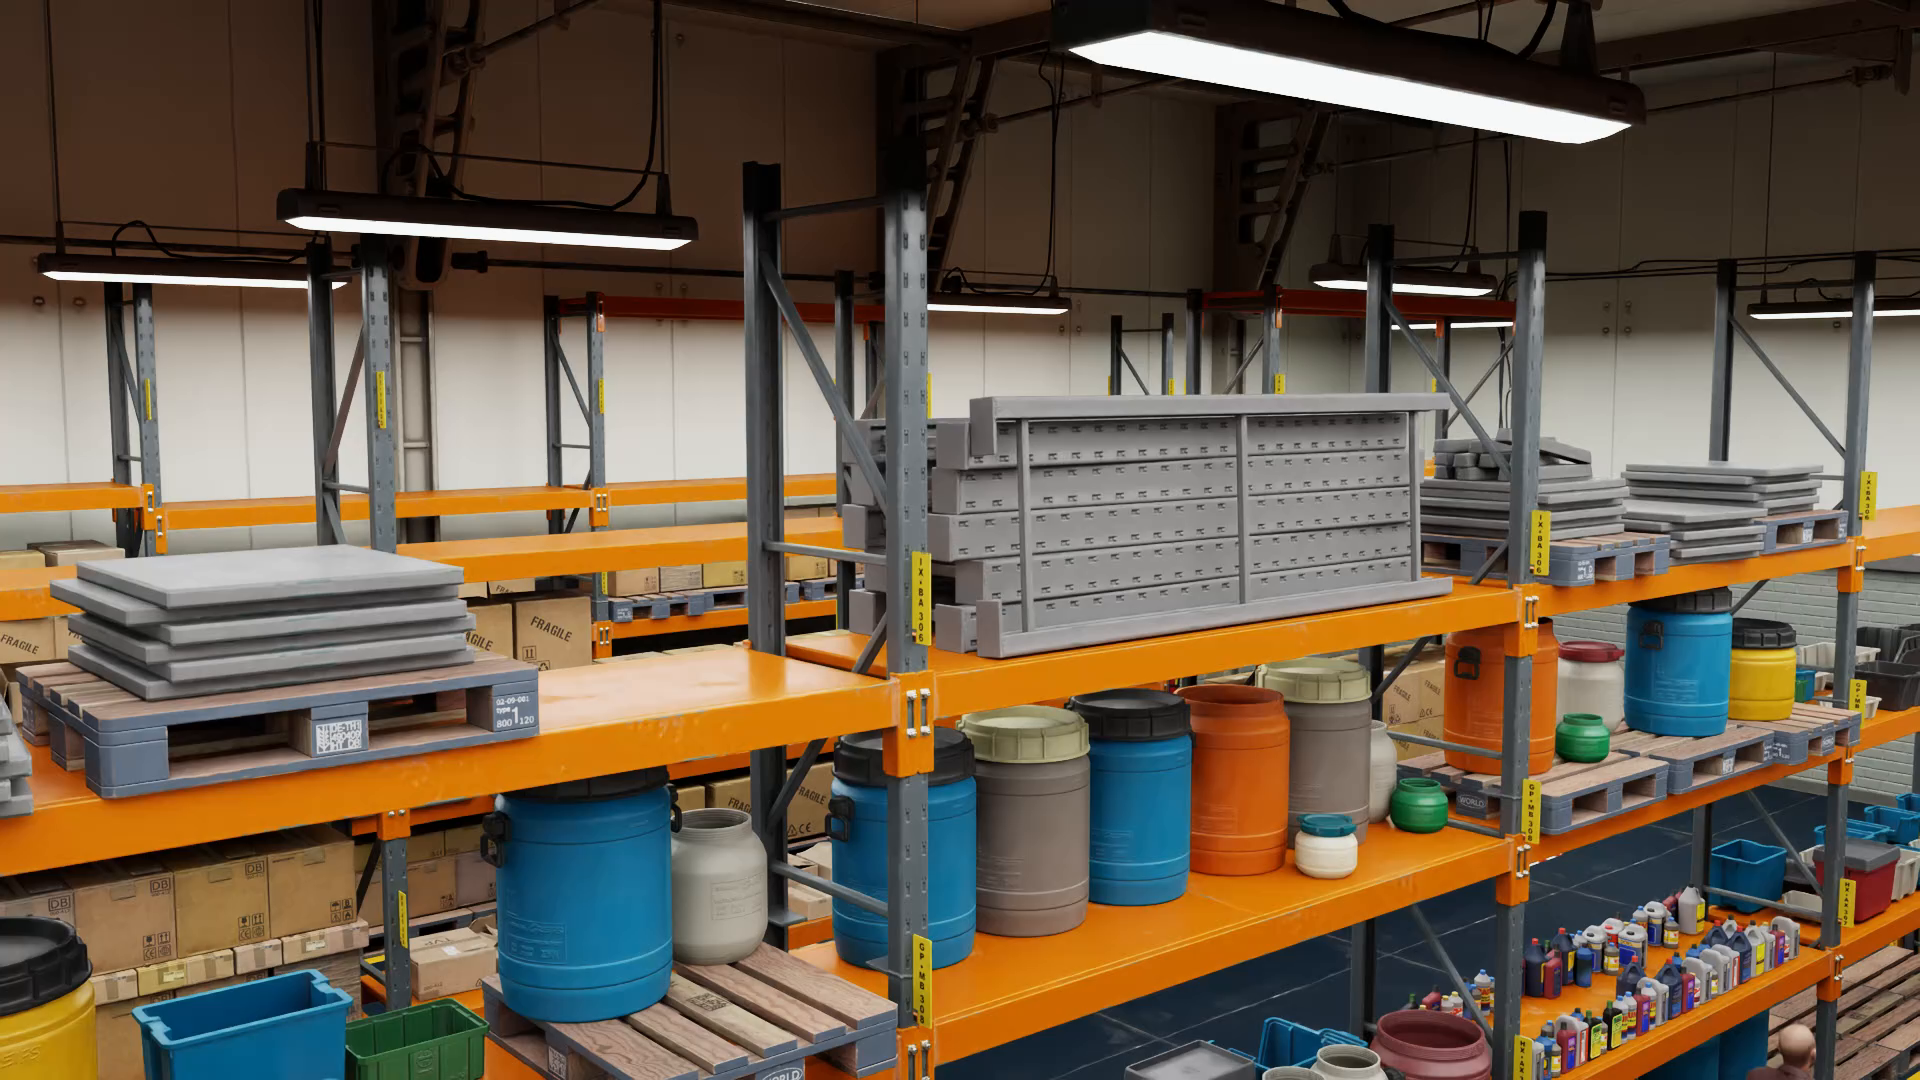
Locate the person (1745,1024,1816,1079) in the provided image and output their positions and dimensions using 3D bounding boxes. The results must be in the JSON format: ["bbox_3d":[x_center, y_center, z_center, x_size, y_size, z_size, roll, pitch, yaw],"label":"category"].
[{"bbox_3d":[4.375,3.443,8.784,0.605,1.777,0.625,-3,6,-27],"label":"person"}]
